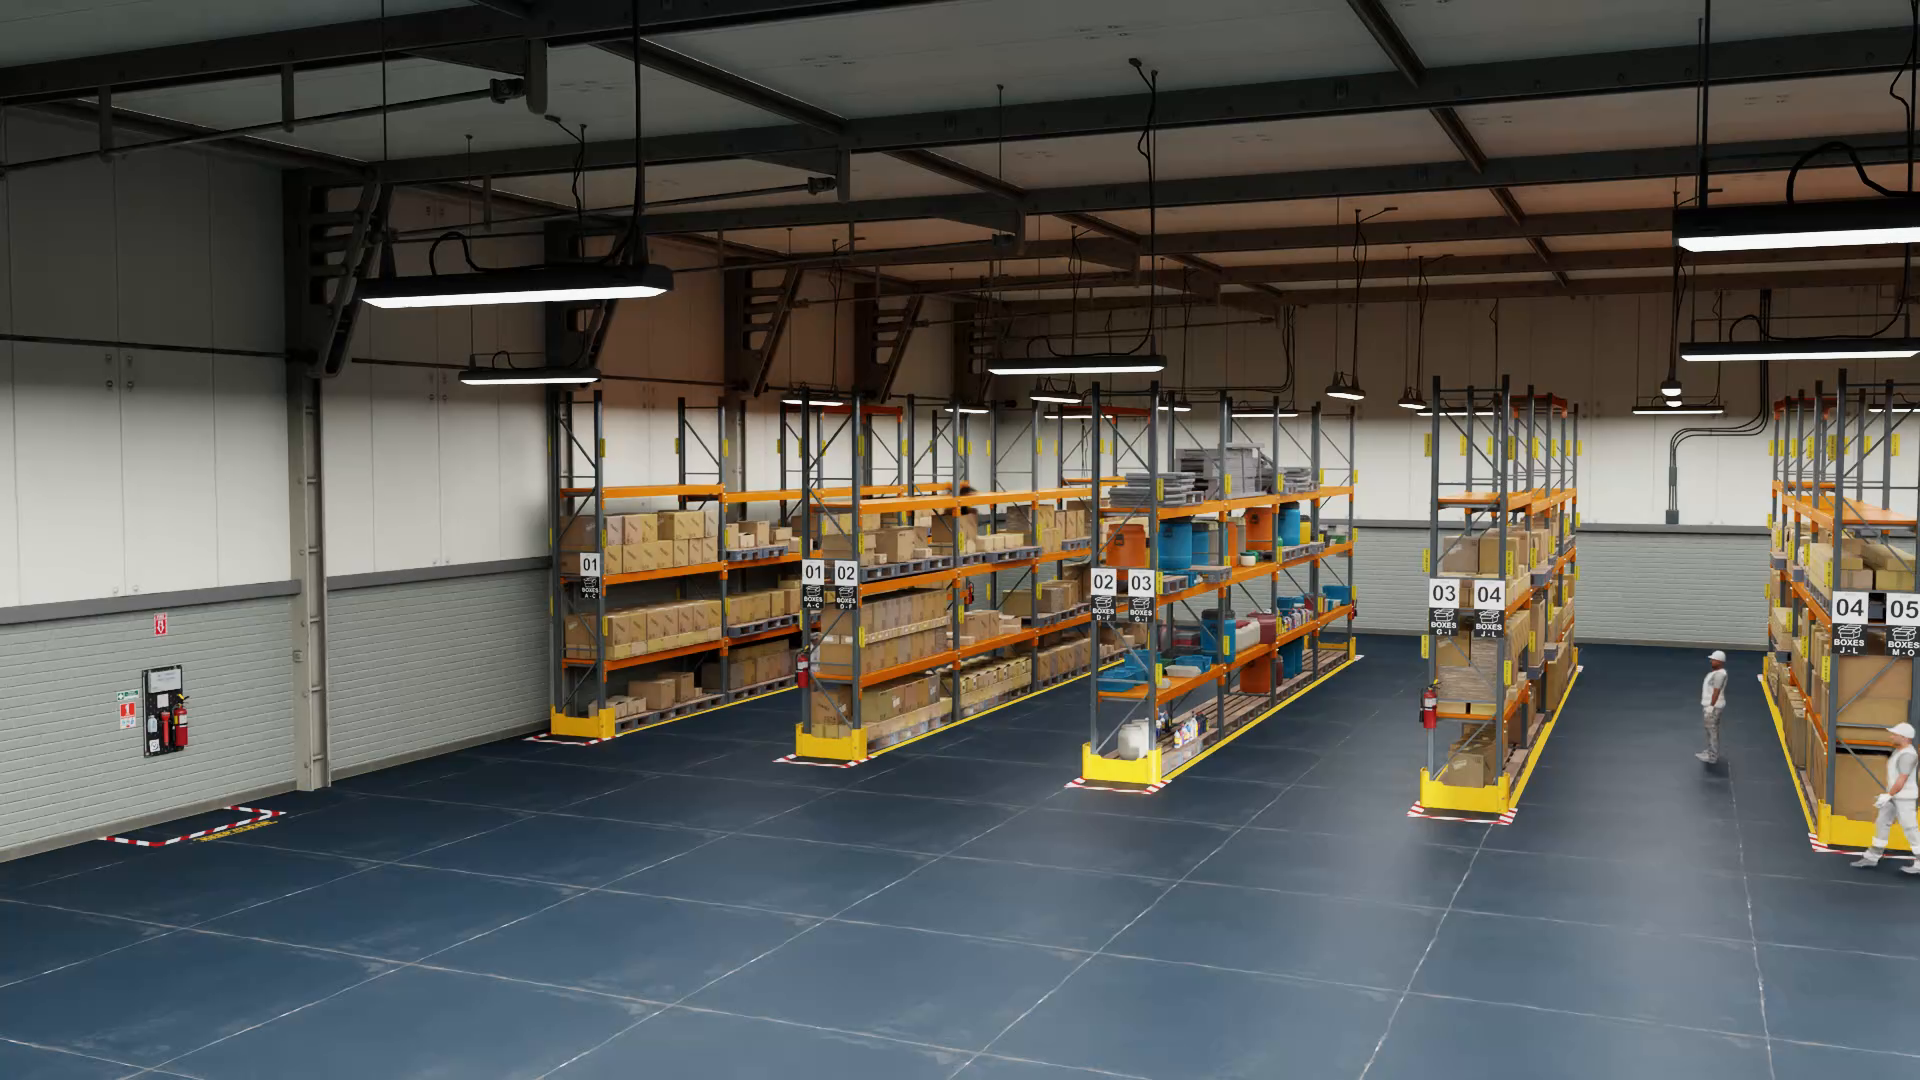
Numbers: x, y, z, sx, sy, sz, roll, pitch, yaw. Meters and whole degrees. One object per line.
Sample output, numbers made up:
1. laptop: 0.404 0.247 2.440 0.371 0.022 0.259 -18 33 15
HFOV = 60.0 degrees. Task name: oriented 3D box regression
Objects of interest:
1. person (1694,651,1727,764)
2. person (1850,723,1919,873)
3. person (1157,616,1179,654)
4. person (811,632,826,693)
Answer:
1. person: 11.959 2.647 26.507 0.548 1.789 0.604 2 4 37
2. person: 10.957 3.030 19.530 0.793 1.791 0.551 1 3 21
3. person: 4.077 2.367 32.724 0.594 1.812 0.945 2 4 27
4. person: -2.633 2.499 30.140 0.356 1.686 0.462 2 4 28
